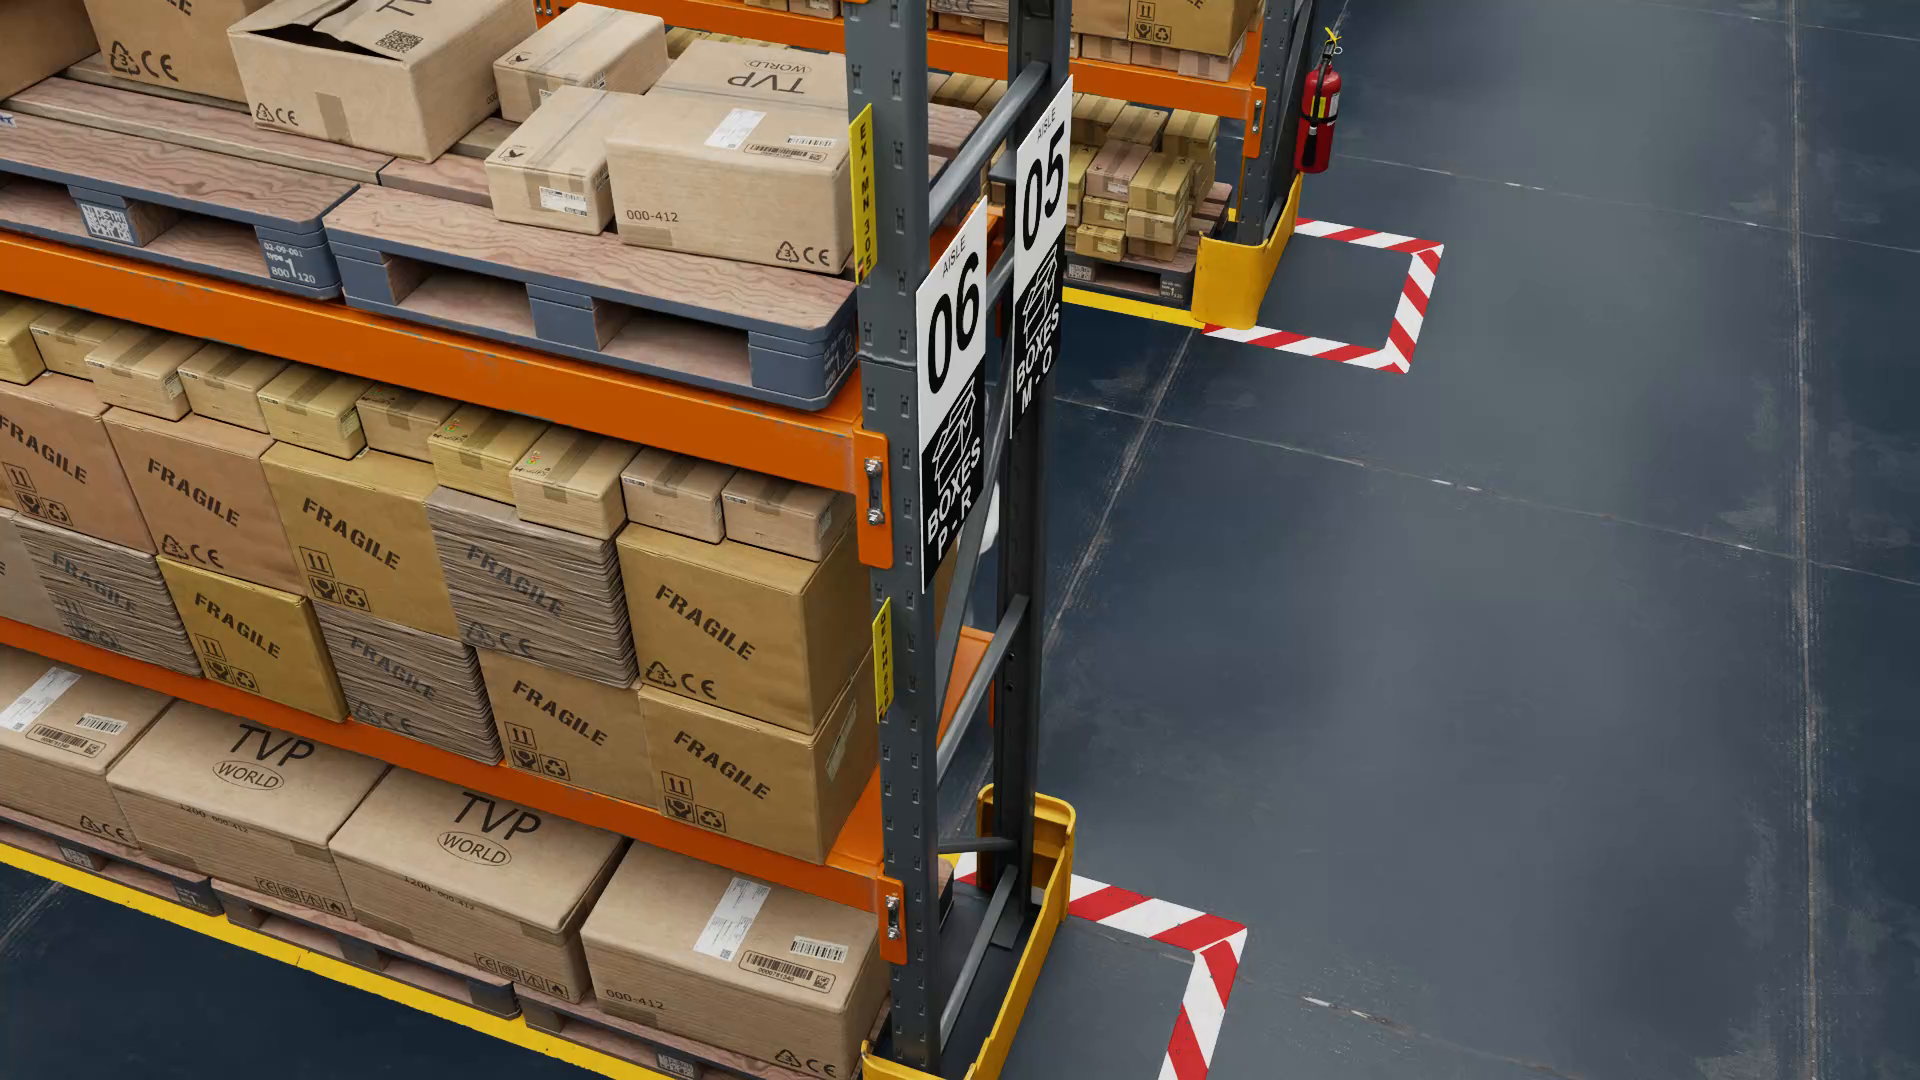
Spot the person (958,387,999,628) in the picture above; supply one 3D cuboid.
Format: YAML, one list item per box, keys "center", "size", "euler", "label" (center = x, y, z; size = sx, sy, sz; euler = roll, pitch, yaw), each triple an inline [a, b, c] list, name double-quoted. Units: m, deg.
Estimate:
- center: [-0.146, -0.061, 6.215]
  size: [0.583, 1.779, 0.491]
  euler: [8, 42, 9]
  label: "person"
